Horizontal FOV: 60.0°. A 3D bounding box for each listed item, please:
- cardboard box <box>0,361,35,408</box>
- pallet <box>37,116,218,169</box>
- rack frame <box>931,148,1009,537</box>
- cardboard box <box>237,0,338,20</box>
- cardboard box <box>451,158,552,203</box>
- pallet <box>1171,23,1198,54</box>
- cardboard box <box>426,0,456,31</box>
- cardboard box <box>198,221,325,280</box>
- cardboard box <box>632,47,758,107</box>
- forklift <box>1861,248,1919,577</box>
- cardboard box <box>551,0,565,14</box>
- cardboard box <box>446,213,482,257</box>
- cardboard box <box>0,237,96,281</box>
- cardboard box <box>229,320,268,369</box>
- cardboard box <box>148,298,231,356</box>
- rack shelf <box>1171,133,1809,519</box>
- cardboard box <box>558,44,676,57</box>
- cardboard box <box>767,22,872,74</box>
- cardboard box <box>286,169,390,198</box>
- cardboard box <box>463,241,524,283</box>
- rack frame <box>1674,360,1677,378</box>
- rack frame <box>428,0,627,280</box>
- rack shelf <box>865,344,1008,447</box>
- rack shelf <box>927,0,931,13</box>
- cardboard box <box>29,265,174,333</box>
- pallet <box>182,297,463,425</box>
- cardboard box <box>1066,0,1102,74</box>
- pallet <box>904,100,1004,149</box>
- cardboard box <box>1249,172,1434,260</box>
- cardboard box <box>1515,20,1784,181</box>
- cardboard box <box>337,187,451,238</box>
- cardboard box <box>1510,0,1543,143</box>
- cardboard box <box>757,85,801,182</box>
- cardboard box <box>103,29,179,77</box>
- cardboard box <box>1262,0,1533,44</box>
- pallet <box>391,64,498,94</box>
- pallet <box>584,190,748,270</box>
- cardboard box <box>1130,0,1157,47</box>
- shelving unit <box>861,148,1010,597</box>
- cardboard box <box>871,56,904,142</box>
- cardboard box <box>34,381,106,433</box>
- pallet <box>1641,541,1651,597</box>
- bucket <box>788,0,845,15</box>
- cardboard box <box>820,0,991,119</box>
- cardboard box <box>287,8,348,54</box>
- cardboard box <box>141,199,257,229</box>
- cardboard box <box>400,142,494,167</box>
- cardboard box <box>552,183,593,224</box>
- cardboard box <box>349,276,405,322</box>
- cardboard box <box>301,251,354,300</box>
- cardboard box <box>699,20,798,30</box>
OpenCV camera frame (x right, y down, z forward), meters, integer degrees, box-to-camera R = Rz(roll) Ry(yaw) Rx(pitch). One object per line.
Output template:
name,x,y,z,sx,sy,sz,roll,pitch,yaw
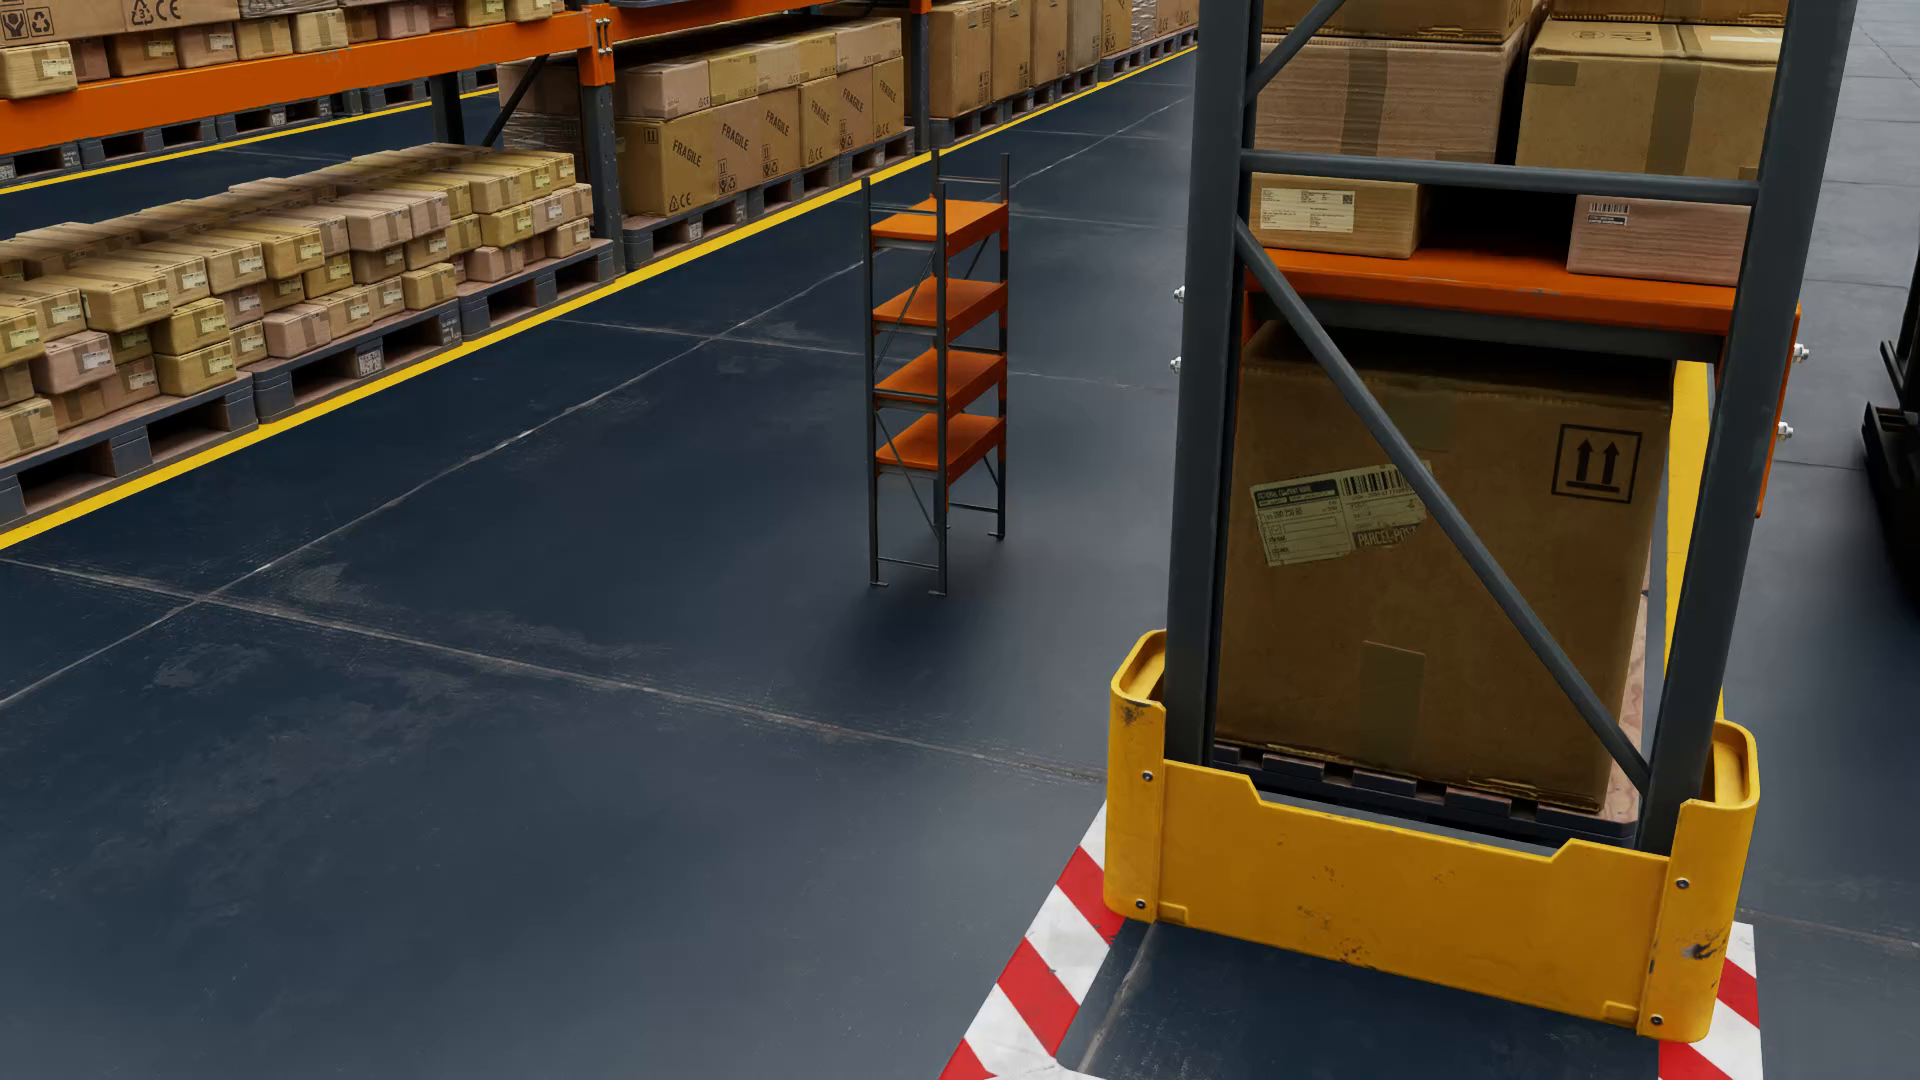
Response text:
cardboard box,-3.242,-0.521,5.373,0.380,0.149,0.250,10,25,22
pallet,-6.154,-2.897,11.911,1.003,0.211,1.213,9,24,20
rack frame,0.029,-0.582,5.086,0.240,1.200,0.015,9,24,20
cardboard box,-2.699,-2.211,6.136,0.500,0.500,0.500,8,24,19
cardboard box,-2.137,-1.677,7.755,0.380,0.149,0.250,9,24,21
pallet,2.044,-5.496,18.134,1.003,0.211,1.213,9,24,20
cardboard box,-2.386,-2.257,7.088,0.380,0.149,0.250,8,24,19
cardboard box,-2.694,-1.120,6.422,0.380,0.149,0.250,9,24,21
cardboard box,-1.473,-2.590,9.284,0.500,0.250,0.500,9,24,22
forklift,3.692,-1.508,5.058,1.130,2.935,3.031,9,24,21
cardboard box,-2.077,-2.534,7.752,0.380,0.149,0.250,8,24,19
cardboard box,-2.367,-1.371,7.408,0.380,0.149,0.250,9,24,21
cardboard box,-3.433,-1.009,6.157,0.380,0.149,0.250,8,24,18
cardboard box,-2.873,-0.750,6.309,0.380,0.149,0.250,9,24,20
cardboard box,-2.883,-0.787,6.011,0.380,0.149,0.250,10,25,22
rack shelf,1.636,-0.992,4.667,1.077,0.370,4.000,9,24,20
cardboard box,-1.943,-2.657,9.445,0.500,0.250,0.500,10,25,23
cardboard box,-0.891,-3.139,10.599,0.500,0.250,0.500,9,24,21
cardboard box,-2.790,-1.561,7.477,0.380,0.149,0.250,8,24,19
cardboard box,-2.230,-1.290,7.601,0.380,0.149,0.250,8,24,18
rack frame,2.379,-2.040,6.241,1.000,3.000,0.127,9,24,20
rack frame,-2.189,-2.786,8.028,1.000,3.000,0.127,9,24,20
rack shelf,-0.061,-0.432,4.903,0.258,0.148,0.480,9,24,20
rack shelf,0.040,-4.601,13.307,1.077,0.370,4.000,9,24,20
cardboard box,-2.961,-0.834,5.737,0.380,0.149,0.250,9,24,20
pallet,-2.857,-0.816,6.929,1.003,0.211,1.213,9,24,20
cardboard box,0.636,-4.569,14.672,1.050,0.750,0.750,9,24,20
pallet,-0.340,-3.202,12.642,1.003,0.211,1.213,9,24,20
cardboard box,0.720,-0.667,3.281,0.380,0.149,0.250,9,24,21
cardboard box,1.322,-0.809,3.105,0.500,0.250,0.500,8,24,19
cardboard box,-2.407,-1.395,7.080,0.380,0.149,0.250,8,24,17
cardboard box,1.016,-1.069,3.727,0.500,0.250,0.500,8,24,19
cardboard box,-1.291,-2.432,9.878,0.500,0.500,0.500,9,24,21
cardboard box,-2.952,-1.699,5.752,0.380,0.149,0.250,9,24,20
cardboard box,0.830,-1.234,3.149,0.500,0.500,0.500,9,24,21
pallet,-4.590,-4.318,15.313,1.003,0.211,1.213,9,24,20
pallet,-1.901,-1.778,9.233,1.003,0.211,1.213,9,24,20
cardboard box,1.413,-5.400,16.499,0.875,0.875,0.875,9,24,20
shelving unit,-0.061,-0.494,4.877,0.258,1.200,0.503,9,24,20
cardboard box,-0.705,-2.985,11.202,0.500,0.500,0.500,9,24,20
cardboard box,-3.162,-0.480,5.661,0.380,0.149,0.250,9,24,20
pallet,1.572,-0.054,5.105,1.003,0.211,1.213,9,24,20
bucket,-1.307,-5.218,16.127,0.726,0.611,0.620,19,39,38
cardboard box,-0.393,-3.578,12.298,1.050,0.750,0.750,8,24,19
cardboard box,-2.591,-1.965,6.387,0.380,0.149,0.250,9,24,21
cardboard box,-3.113,-1.290,6.828,0.380,0.149,0.250,9,24,20
cardboard box,-2.509,-1.845,8.158,0.380,0.149,0.250,10,25,22
cardboard box,-2.011,-1.643,8.060,0.380,0.149,0.250,9,24,21
cardboard box,-2.562,-1.021,6.957,0.380,0.149,0.250,9,24,21
cardboard box,-2.700,-1.094,6.746,0.380,0.149,0.250,10,25,23
cardboard box,-1.372,-3.210,10.769,0.500,0.250,0.500,8,24,19
